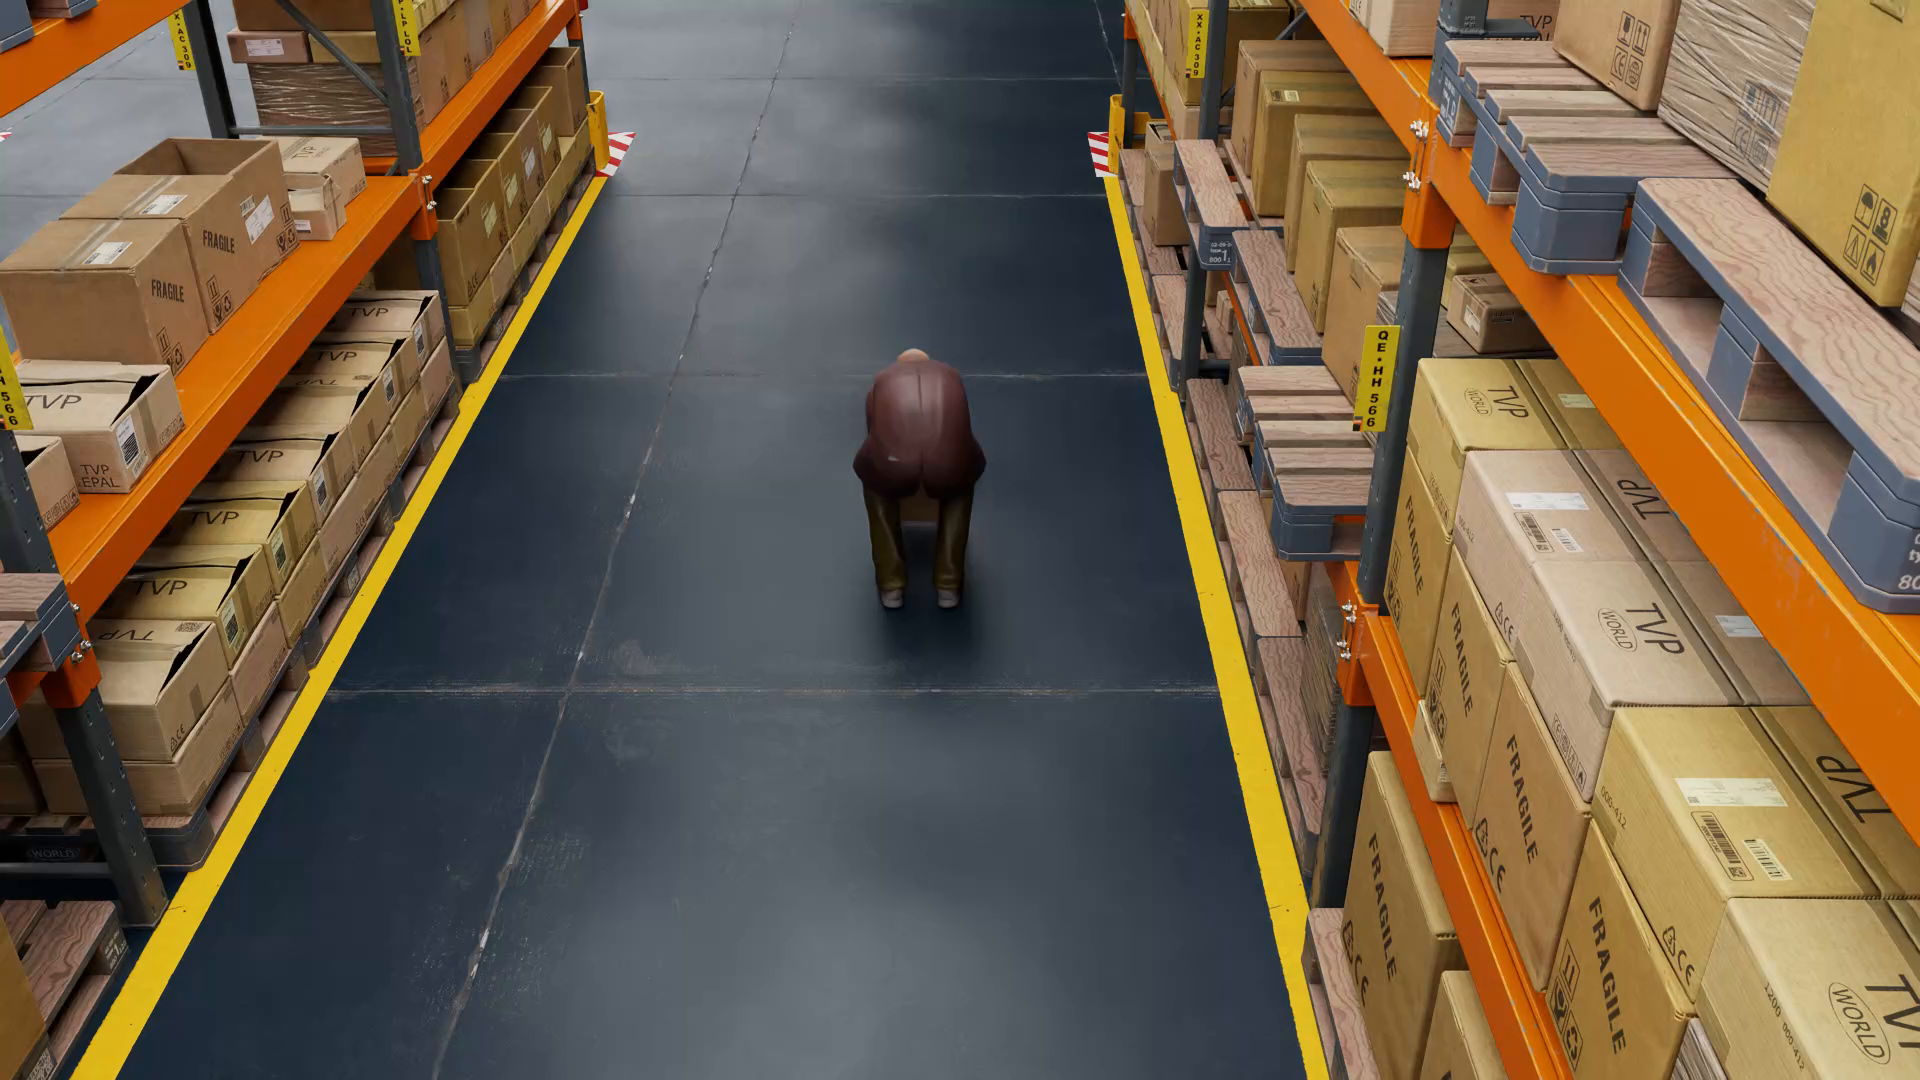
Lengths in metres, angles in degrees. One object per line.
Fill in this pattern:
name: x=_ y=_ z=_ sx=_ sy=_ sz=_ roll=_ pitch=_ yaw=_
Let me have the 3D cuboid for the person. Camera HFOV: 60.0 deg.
person: x=-0.183 y=-0.331 z=7.384 sx=0.583 sy=1.066 sz=0.947 roll=-2 pitch=31 yaw=-3
